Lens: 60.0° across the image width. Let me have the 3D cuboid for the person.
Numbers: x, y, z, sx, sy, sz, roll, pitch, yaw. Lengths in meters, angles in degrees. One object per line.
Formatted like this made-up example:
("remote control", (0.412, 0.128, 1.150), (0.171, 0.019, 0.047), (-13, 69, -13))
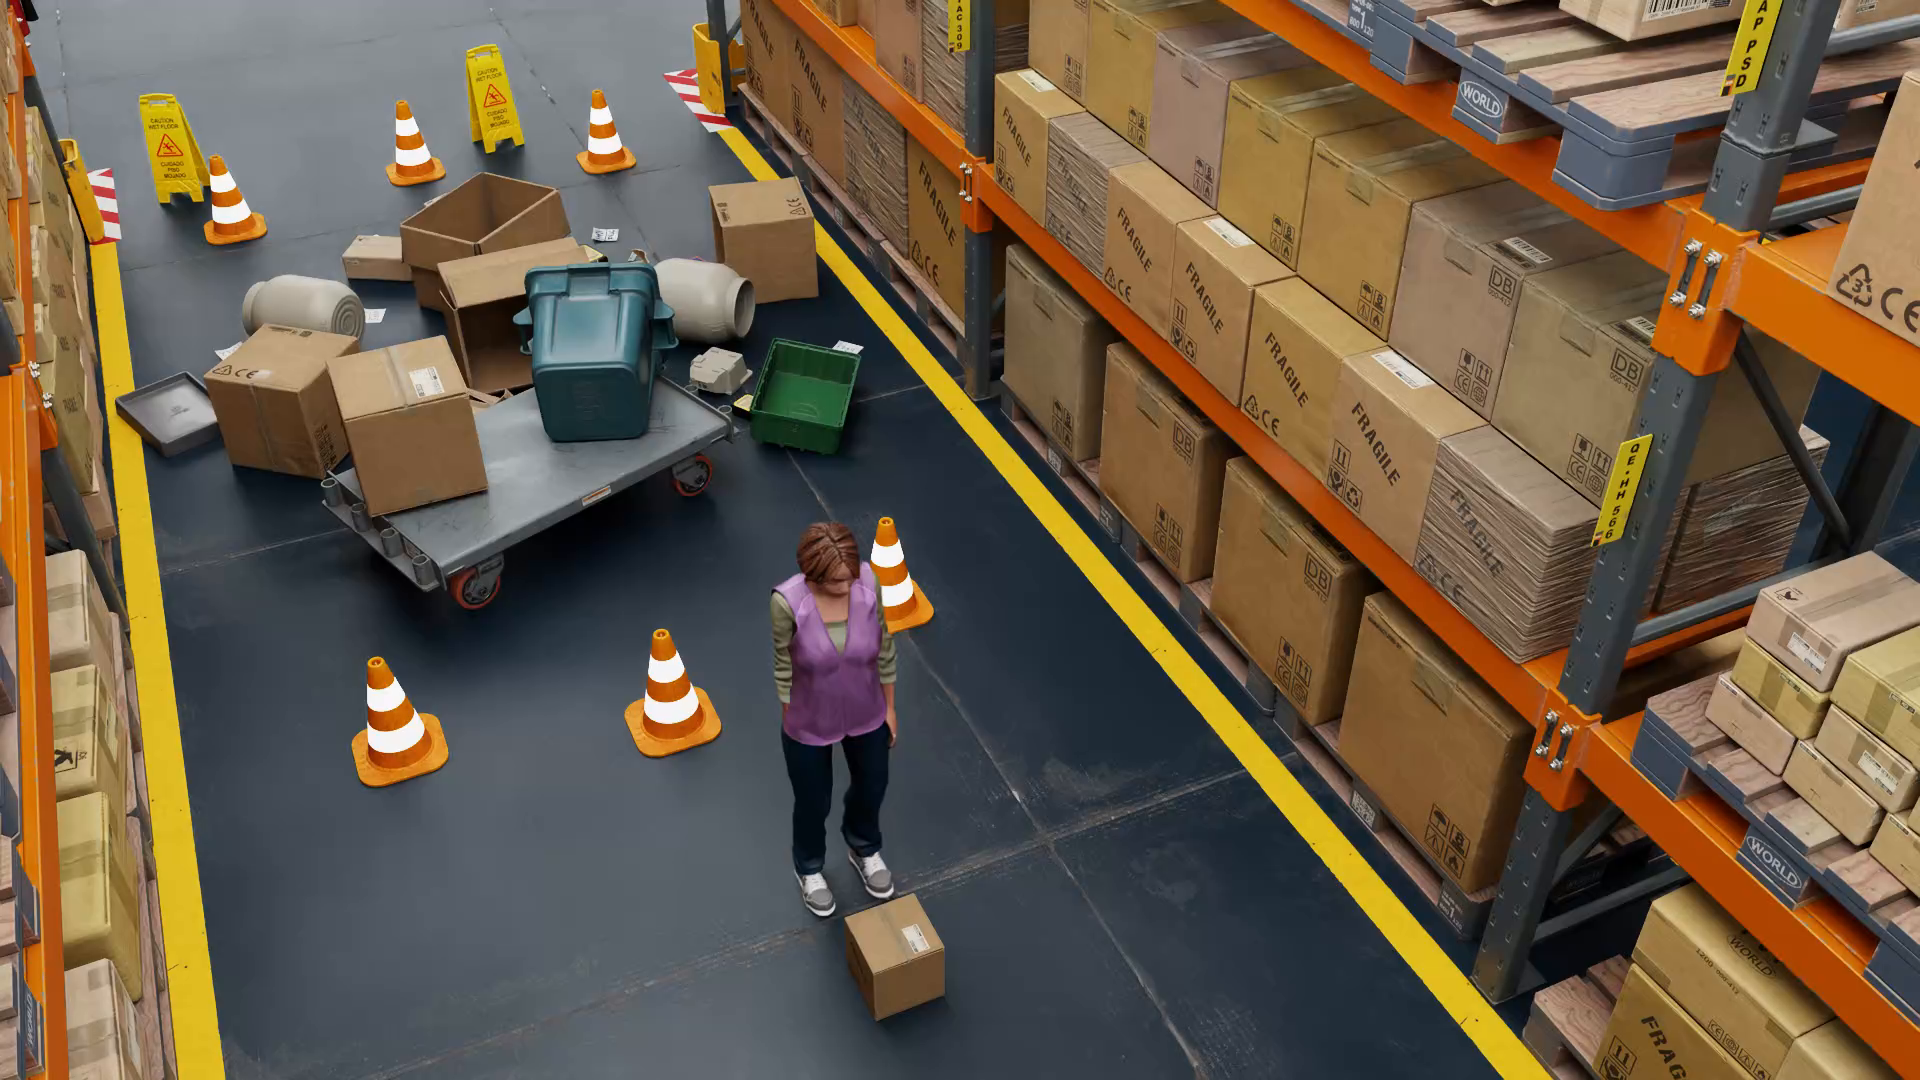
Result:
("person", (-0.393, 0.580, 5.428), (0.407, 1.583, 0.301), (-15, 40, -19))
